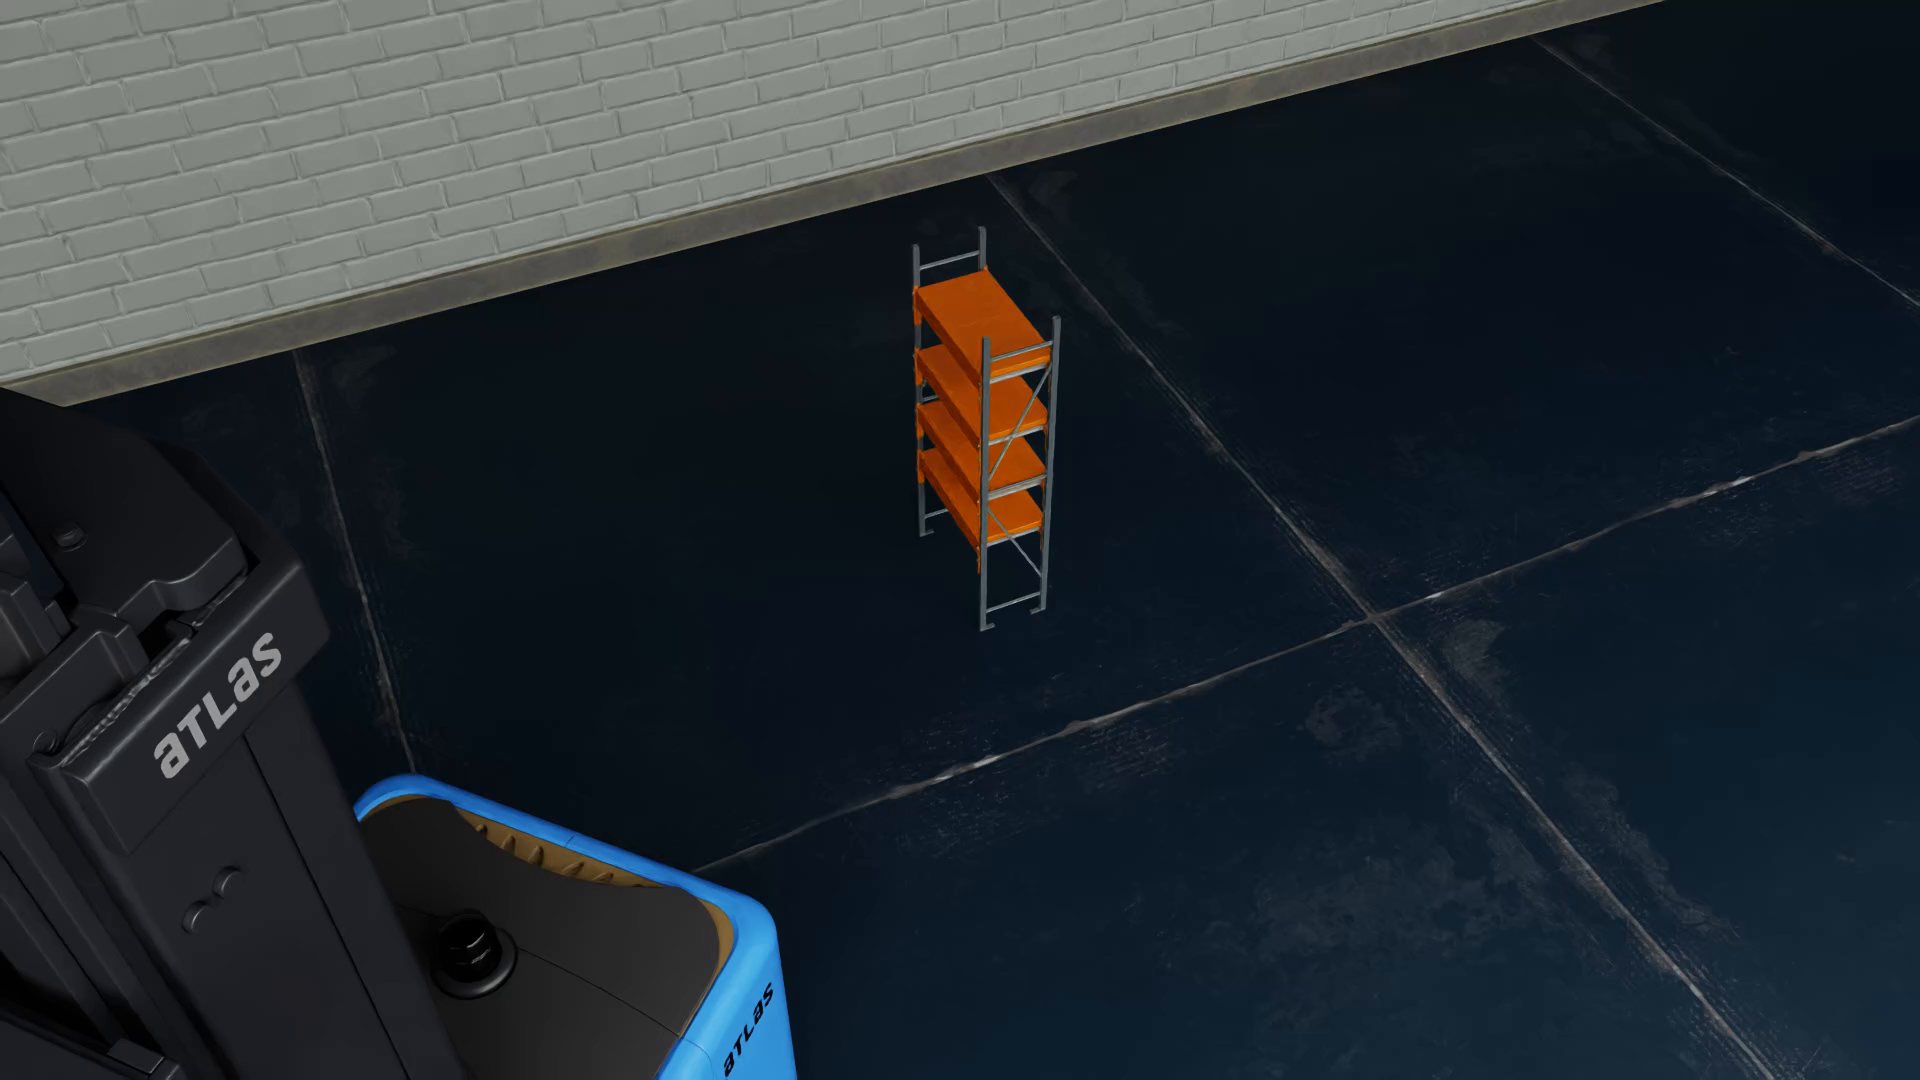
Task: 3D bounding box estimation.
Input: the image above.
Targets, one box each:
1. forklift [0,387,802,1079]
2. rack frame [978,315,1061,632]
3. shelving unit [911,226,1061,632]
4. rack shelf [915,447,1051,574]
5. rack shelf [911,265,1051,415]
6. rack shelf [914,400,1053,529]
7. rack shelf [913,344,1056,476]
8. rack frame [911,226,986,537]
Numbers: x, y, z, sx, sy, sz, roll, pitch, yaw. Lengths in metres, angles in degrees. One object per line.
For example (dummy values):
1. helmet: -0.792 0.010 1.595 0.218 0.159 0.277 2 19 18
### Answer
1. forklift: -1.402 1.309 2.337 1.130 2.935 3.031 16 47 16
2. rack frame: 0.172 -0.166 5.064 0.240 1.200 0.015 -18 47 -17
3. shelving unit: 0.070 -0.322 5.222 0.258 1.200 0.503 -18 47 -17
4. rack shelf: 0.070 -0.132 5.408 0.258 0.148 0.480 -18 47 -17
5. rack shelf: 0.070 -0.601 4.946 0.258 0.148 0.480 -18 47 -17
6. rack shelf: 0.070 -0.274 5.269 0.258 0.148 0.480 -18 47 -17
7. rack shelf: 0.070 -0.433 5.112 0.258 0.148 0.480 -18 47 -17
8. rack frame: -0.033 -0.477 5.379 0.240 1.200 0.015 -18 47 -17
